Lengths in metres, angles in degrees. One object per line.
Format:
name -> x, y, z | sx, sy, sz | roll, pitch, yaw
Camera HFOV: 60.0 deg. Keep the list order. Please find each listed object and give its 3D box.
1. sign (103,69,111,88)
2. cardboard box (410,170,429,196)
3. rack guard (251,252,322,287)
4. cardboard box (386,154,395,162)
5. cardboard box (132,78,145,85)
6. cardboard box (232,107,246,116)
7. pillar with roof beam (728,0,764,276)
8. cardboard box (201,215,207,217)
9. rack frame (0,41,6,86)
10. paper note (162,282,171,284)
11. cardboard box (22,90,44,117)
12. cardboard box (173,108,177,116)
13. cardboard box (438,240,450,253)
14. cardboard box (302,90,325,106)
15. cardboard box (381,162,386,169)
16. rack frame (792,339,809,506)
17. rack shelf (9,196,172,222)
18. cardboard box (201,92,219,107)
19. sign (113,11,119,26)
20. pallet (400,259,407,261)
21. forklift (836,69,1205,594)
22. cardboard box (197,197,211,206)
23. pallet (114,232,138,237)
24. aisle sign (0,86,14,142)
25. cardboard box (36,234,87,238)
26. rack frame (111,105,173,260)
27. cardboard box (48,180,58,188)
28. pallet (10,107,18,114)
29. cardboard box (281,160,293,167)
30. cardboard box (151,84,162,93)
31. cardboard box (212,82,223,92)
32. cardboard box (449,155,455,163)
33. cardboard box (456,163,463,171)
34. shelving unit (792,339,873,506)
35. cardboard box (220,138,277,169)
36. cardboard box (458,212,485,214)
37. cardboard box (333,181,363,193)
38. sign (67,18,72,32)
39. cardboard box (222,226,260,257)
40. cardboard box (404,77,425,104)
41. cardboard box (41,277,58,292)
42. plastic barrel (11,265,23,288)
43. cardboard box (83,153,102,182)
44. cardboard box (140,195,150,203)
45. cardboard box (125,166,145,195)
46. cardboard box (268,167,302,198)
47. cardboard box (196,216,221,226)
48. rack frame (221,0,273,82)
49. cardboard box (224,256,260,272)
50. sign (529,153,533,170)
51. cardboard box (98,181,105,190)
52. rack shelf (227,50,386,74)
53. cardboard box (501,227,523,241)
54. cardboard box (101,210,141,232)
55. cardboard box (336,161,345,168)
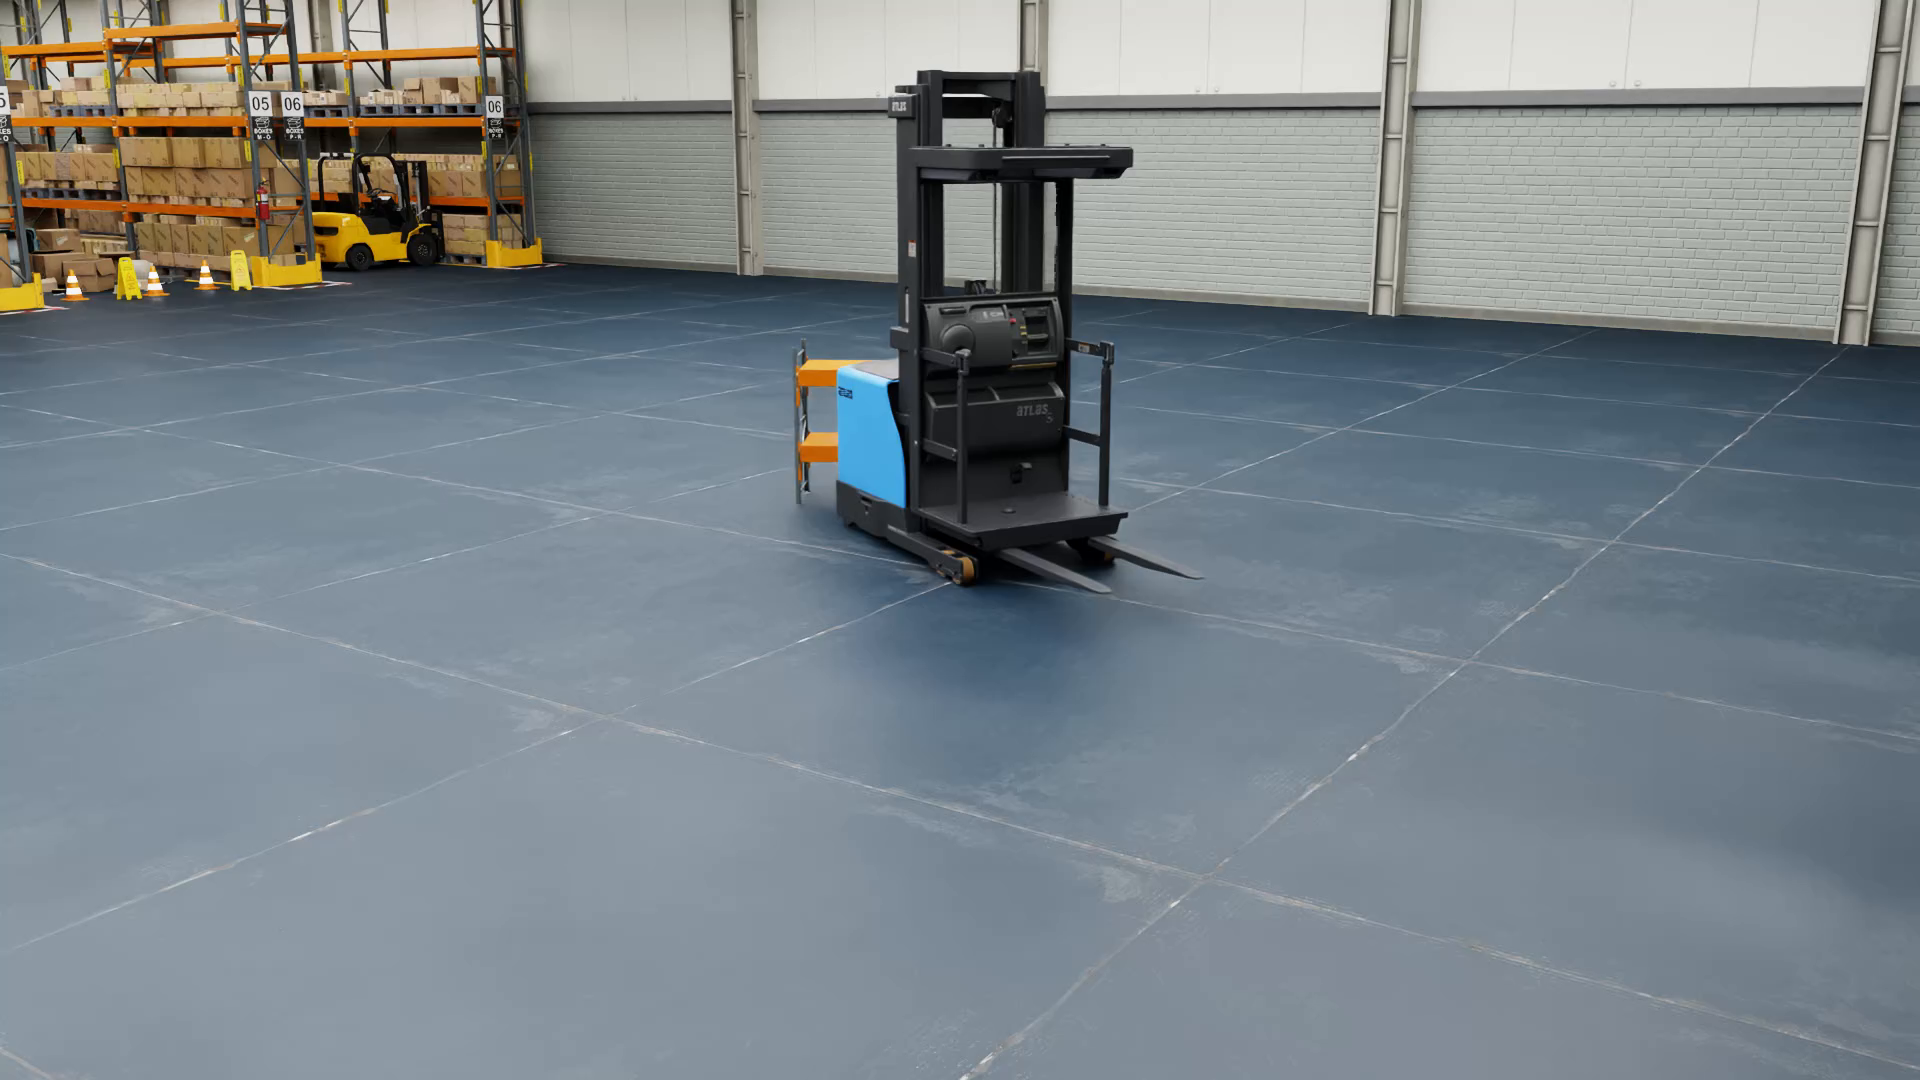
sign -> -15.129, -8.180, 29.487 | 0.005, 0.325, 0.100 | 9, 17, 33
cardboard box -> -10.565, -7.114, 33.111 | 0.500, 0.500, 0.500 | 9, 17, 33
rack guard -> -11.566, -4.653, 28.580 | 0.348, 0.500, 1.175 | 9, 17, 33
cardboard box -> -11.316, -7.684, 33.447 | 0.250, 0.149, 0.380 | 10, 17, 34
cardboard box -> -15.503, -8.446, 30.854 | 0.500, 0.250, 0.500 | 9, 16, 32
cardboard box -> -11.956, -7.183, 27.877 | 0.250, 0.149, 0.380 | 9, 17, 33
pillar with roof beam -> -6.235, -8.369, 25.903 | 0.400, 9.000, 9.100 | 9, 17, 33
cardboard box -> -16.690, -7.063, 37.440 | 0.500, 0.500, 0.500 | 10, 17, 35
rack frame -> -14.182, -7.768, 23.476 | 0.127, 3.000, 1.000 | 9, 17, 33
paper note -> -13.722, -4.445, 28.717 | 0.148, 0.019, 0.142 | 3, 14, 14
cardboard box -> -17.361, -8.305, 31.679 | 0.500, 0.500, 0.700 | 9, 17, 33
cardboard box -> -13.419, -7.429, 28.872 | 0.250, 0.149, 0.380 | 9, 17, 33
cardboard box -> -10.120, -5.853, 33.074 | 0.500, 0.250, 0.500 | 9, 17, 33
cardboard box -> -13.429, -9.200, 34.605 | 0.500, 0.311, 0.500 | 9, 16, 31
cardboard box -> -11.490, -7.588, 33.674 | 0.250, 0.149, 0.380 | 9, 17, 33
rack frame -> -1.138, -0.847, 11.906 | 0.032, 1.125, 0.500 | 1, 14, 2
rack shelf -> -16.482, -6.312, 31.576 | 4.000, 0.370, 1.077 | 9, 17, 33
cardboard box -> -12.488, -7.469, 28.205 | 0.500, 0.250, 0.500 | 9, 16, 32
sign -> -19.012, -11.754, 37.470 | 0.005, 0.325, 0.100 | 9, 17, 33
pallet -> -11.419, -5.915, 34.276 | 1.213, 0.211, 1.003 | 9, 17, 33
forklift -> 0.318, -1.284, 9.909 | 1.130, 2.935, 3.031 | -8, 16, -28
cardboard box -> -13.033, -5.900, 28.936 | 0.250, 0.149, 0.380 | 9, 17, 32
pallet -> -19.263, -7.195, 39.448 | 1.213, 0.211, 1.003 | 9, 17, 33
aisle sign -> -13.956, -6.168, 24.088 | 0.004, 0.787, 0.394 | 9, 17, 33
cardboard box -> -17.678, -5.780, 32.524 | 0.625, 0.372, 0.950 | 8, 16, 29
rack frame -> -14.822, -6.393, 30.406 | 0.127, 3.000, 1.000 | 9, 17, 33
cardboard box -> -17.098, -6.782, 31.628 | 0.250, 0.149, 0.380 | 10, 17, 36
pallet -> -18.705, -8.369, 32.541 | 1.003, 0.211, 1.213 | 10, 17, 35
cardboard box -> -14.197, -8.010, 35.382 | 0.250, 0.149, 0.380 | 10, 17, 34
cardboard box -> -13.860, -7.877, 29.021 | 0.250, 0.149, 0.380 | 9, 16, 31
cardboard box -> -12.363, -7.637, 28.052 | 0.250, 0.149, 0.380 | 9, 16, 32
cardboard box -> -9.770, -7.465, 32.561 | 0.250, 0.149, 0.380 | 9, 17, 33
cardboard box -> -9.590, -7.276, 32.416 | 0.250, 0.149, 0.380 | 10, 17, 34
shelving unit -> -0.630, -0.843, 11.886 | 1.048, 1.125, 0.538 | 1, 14, 2
cardboard box -> -12.049, -6.560, 28.172 | 0.500, 0.500, 0.700 | 9, 16, 31
cardboard box -> -9.855, -6.439, 33.359 | 0.500, 0.250, 0.500 | 9, 17, 32
cardboard box -> -12.619, -7.326, 34.486 | 0.500, 0.250, 0.500 | 10, 17, 34
sign -> -21.686, -12.543, 40.491 | 0.005, 0.325, 0.100 | 9, 17, 33
cardboard box -> -12.314, -5.145, 28.653 | 0.500, 0.500, 0.500 | 9, 17, 33
cardboard box -> -10.498, -8.859, 32.830 | 0.637, 0.503, 0.797 | 10, 17, 35
cardboard box -> -15.047, -4.202, 27.245 | 0.258, 0.266, 0.396 | 13, 19, 42
plastic barrel -> -15.704, -4.296, 27.295 | 0.512, 0.421, 0.421 | -4, 14, -16
cardboard box -> -15.746, -6.872, 30.641 | 0.500, 0.500, 0.500 | 9, 17, 33
cardboard box -> -14.502, -6.141, 29.912 | 0.250, 0.149, 0.380 | 10, 17, 34
cardboard box -> -14.613, -6.471, 29.895 | 0.500, 0.500, 0.500 | 9, 17, 33
cardboard box -> -11.742, -6.168, 28.671 | 0.500, 0.500, 0.500 | 9, 16, 32
cardboard box -> -13.080, -5.566, 29.002 | 0.250, 0.149, 0.380 | 10, 17, 35
rack frame -> -15.374, -10.832, 35.852 | 0.127, 3.000, 1.000 | 9, 17, 33
cardboard box -> -12.344, -4.784, 28.753 | 0.500, 0.250, 0.500 | 9, 17, 33
sign -> -8.421, -7.415, 32.569 | 0.005, 0.325, 0.100 | 9, 17, 33
cardboard box -> -15.612, -6.528, 30.599 | 0.250, 0.149, 0.380 | 9, 16, 31
rack shelf -> -13.715, -10.020, 34.903 | 4.000, 0.370, 1.077 | 9, 17, 33
cardboard box -> -9.010, -6.063, 32.881 | 0.500, 0.250, 0.500 | 10, 17, 34
cardboard box -> -20.009, -7.620, 39.692 | 0.500, 0.500, 0.700 | 8, 16, 31
cardboard box -> -12.687, -7.779, 34.447 | 0.250, 0.149, 0.380 | 9, 16, 32
